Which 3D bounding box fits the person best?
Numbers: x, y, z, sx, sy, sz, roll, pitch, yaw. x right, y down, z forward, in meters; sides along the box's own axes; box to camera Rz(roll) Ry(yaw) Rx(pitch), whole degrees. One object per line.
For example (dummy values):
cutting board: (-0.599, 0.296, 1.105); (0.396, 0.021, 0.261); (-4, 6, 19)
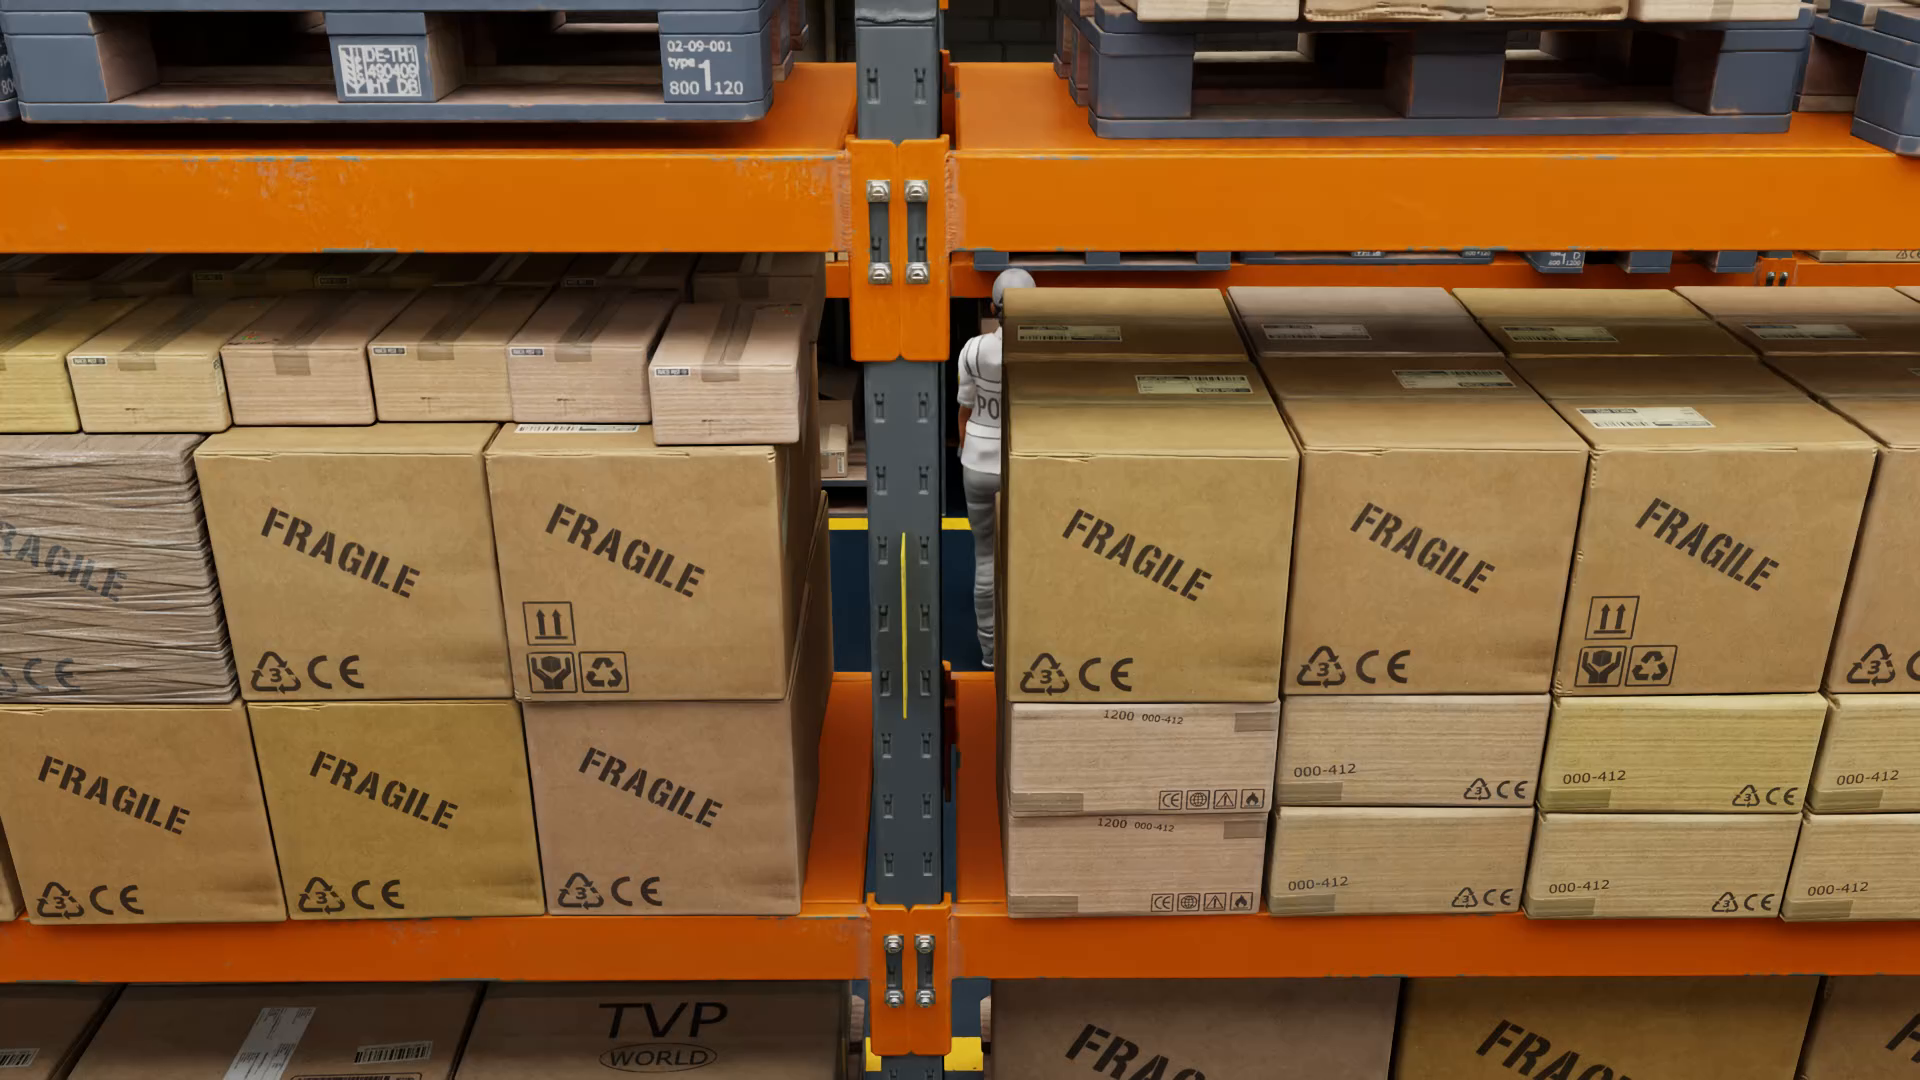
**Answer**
person: (0.251, -0.333, 6.824); (0.481, 1.653, 0.646); (4, 25, 10)
